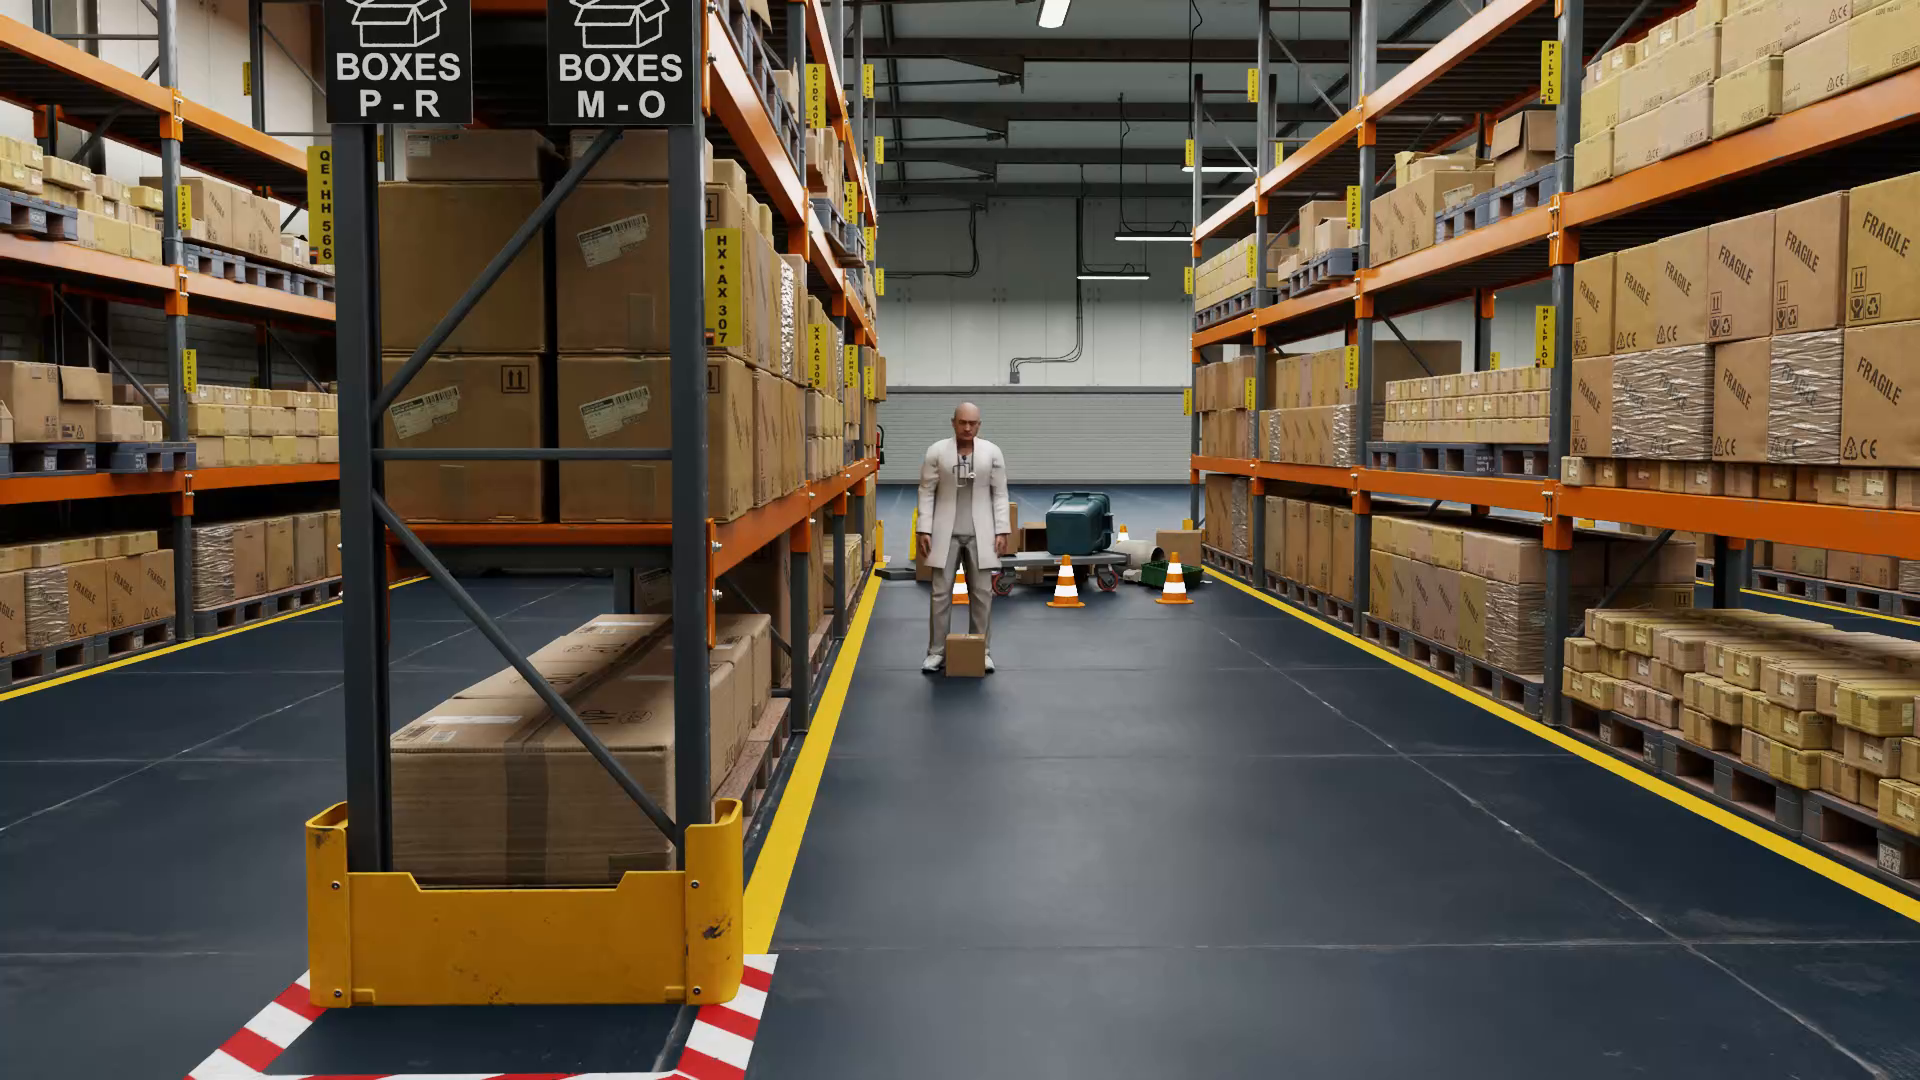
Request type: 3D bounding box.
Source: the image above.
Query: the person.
[{"bbox_3d":[0.019,-0.023,11.067,0.640,1.773,0.424,0,4,-2],"label":"person"}]
